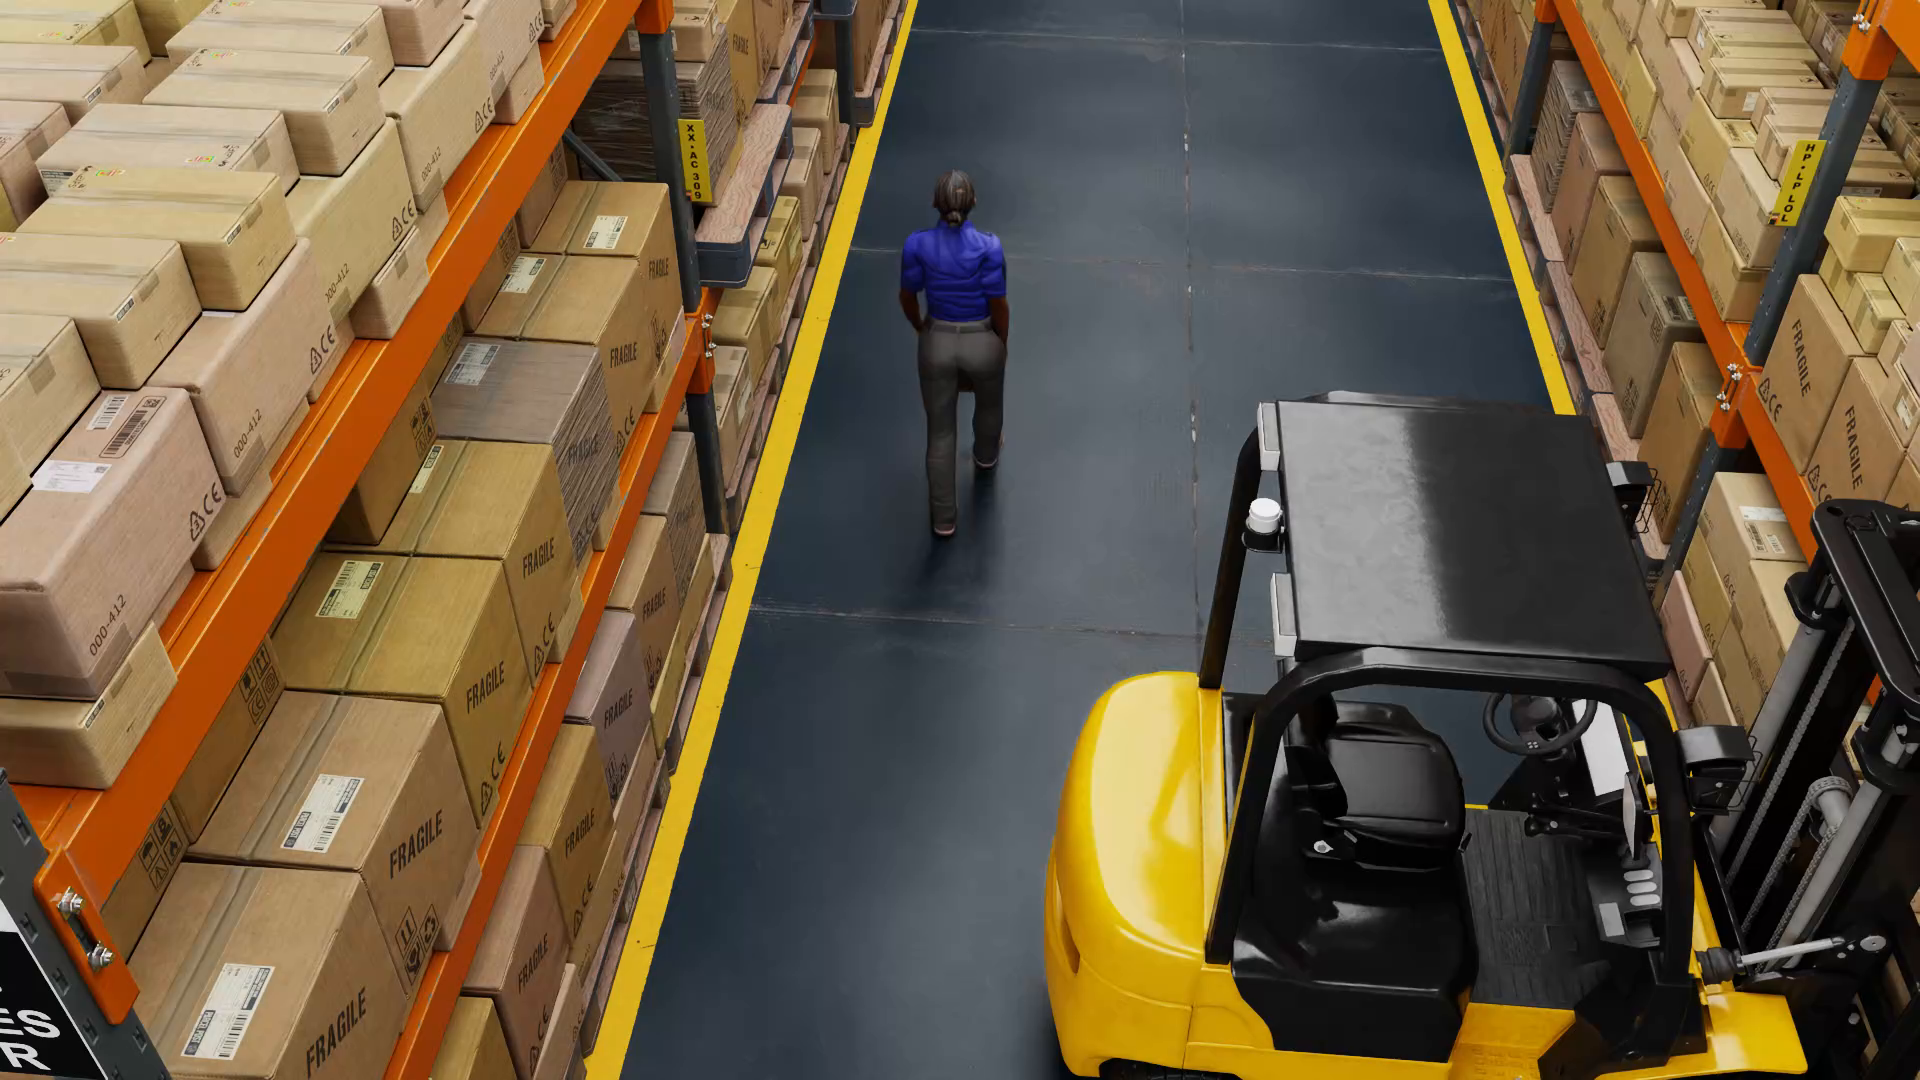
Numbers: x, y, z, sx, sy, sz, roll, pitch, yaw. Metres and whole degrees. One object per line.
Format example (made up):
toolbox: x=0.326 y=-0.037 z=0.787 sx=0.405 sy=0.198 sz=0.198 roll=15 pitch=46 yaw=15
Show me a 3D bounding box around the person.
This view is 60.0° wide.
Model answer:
person: x=-0.018 y=-0.877 z=7.187 sx=0.472 sy=1.635 sz=0.788 roll=3 pitch=40 yaw=3
